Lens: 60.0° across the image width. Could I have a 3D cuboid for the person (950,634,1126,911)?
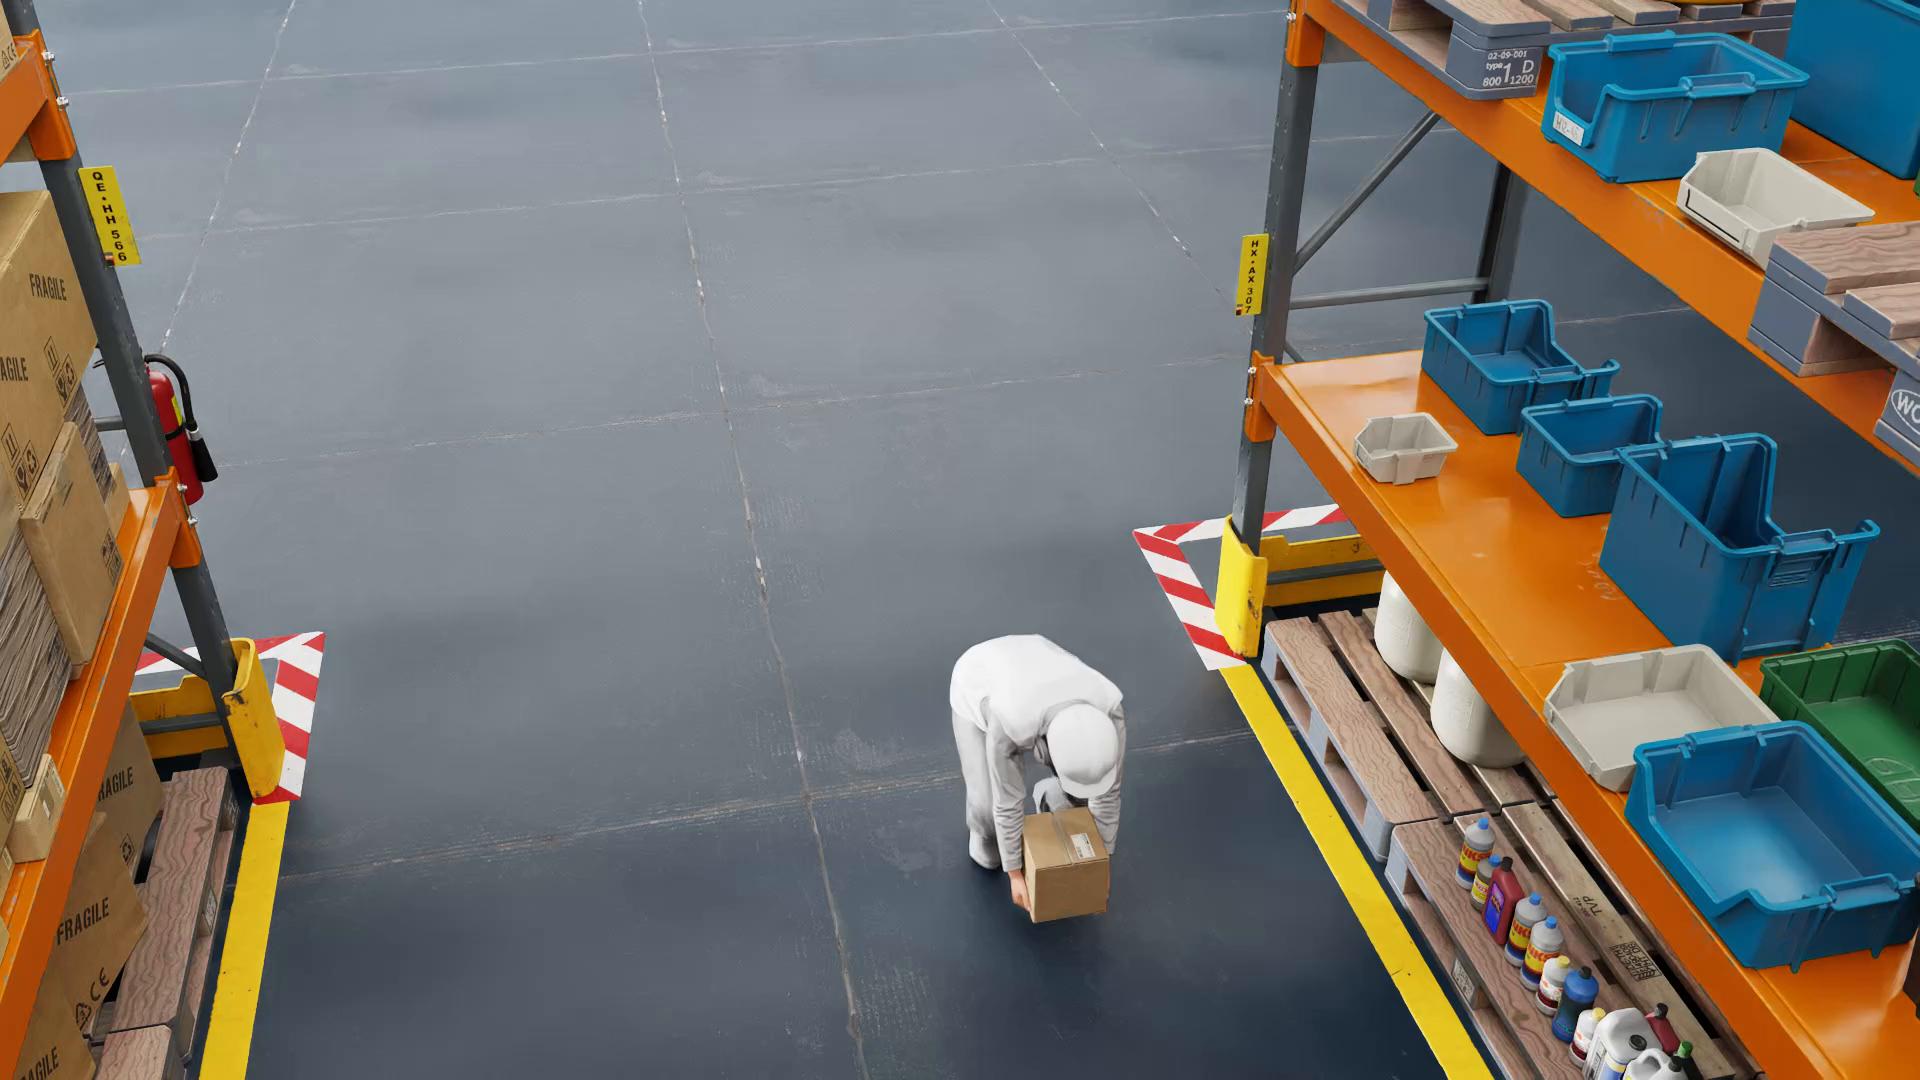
[{"bbox_3d":[0.271,0.765,5.690,0.511,0.996,0.943,-8,35,-12],"label":"person"}]
